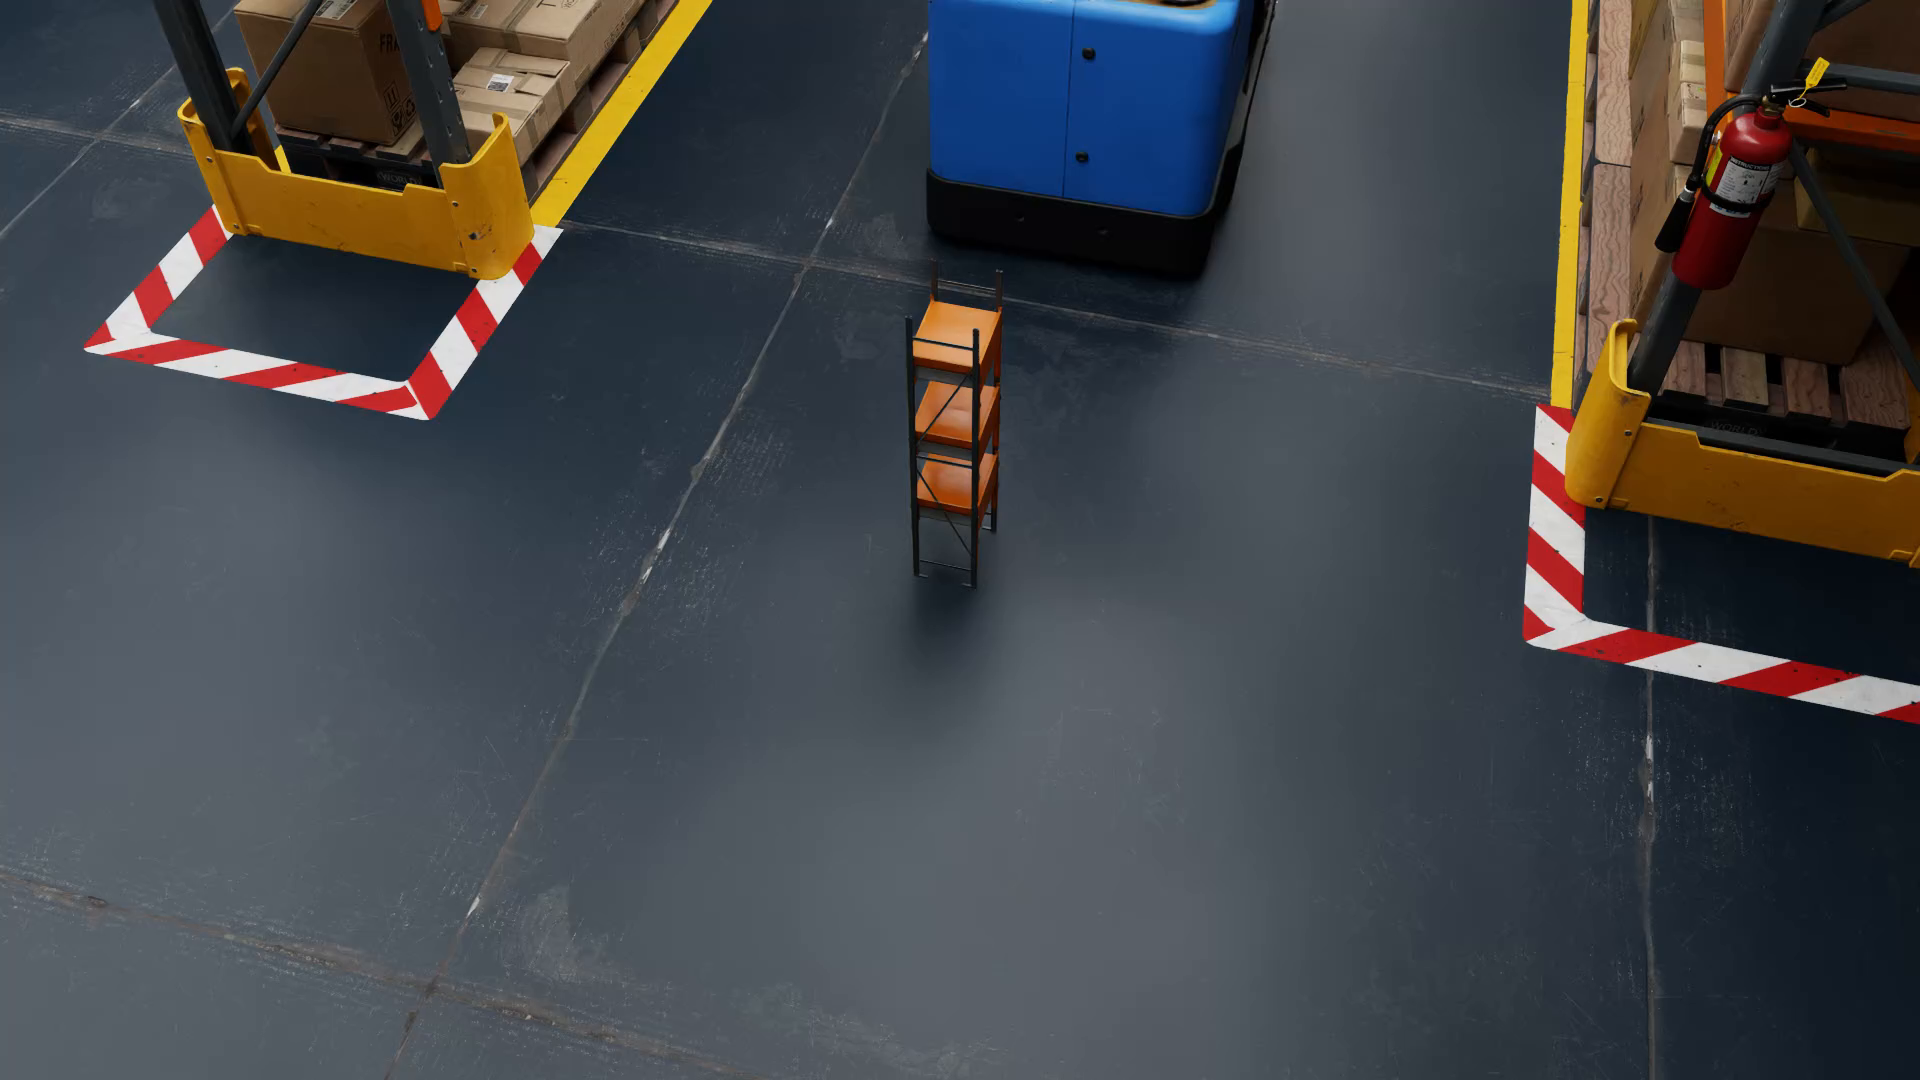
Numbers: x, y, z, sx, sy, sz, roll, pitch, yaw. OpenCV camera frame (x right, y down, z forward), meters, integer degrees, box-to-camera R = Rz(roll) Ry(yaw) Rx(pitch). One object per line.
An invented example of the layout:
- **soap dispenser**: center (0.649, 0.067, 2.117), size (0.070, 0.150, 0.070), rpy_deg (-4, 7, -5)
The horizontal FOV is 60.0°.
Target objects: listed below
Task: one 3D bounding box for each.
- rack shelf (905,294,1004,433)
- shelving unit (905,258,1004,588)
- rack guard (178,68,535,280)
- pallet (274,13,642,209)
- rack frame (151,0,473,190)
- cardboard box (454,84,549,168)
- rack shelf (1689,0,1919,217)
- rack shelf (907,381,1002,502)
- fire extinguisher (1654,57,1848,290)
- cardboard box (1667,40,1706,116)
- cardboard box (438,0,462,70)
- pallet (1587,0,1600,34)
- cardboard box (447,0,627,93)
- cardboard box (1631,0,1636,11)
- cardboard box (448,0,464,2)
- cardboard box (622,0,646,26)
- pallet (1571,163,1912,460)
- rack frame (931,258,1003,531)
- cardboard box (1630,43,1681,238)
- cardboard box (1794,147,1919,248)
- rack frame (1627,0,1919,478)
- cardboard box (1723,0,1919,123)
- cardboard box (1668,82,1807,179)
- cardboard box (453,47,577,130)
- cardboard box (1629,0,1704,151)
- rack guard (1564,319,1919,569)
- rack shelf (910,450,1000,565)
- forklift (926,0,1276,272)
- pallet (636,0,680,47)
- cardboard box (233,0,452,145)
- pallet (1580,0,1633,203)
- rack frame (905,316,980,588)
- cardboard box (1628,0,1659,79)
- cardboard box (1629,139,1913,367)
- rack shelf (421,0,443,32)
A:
- **rack shelf**: center (-0.014, -0.489, 4.617), size (0.215, 0.259, 0.240), rpy_deg (12, 50, 10)
- **shelving unit**: center (-0.014, -0.309, 4.822), size (0.215, 1.050, 0.252), rpy_deg (12, 50, 10)
- **rack guard**: center (-2.197, -1.344, 6.103), size (1.175, 0.500, 0.348), rpy_deg (12, 50, 10)
- **pallet**: center (-1.988, -1.825, 6.720), size (1.003, 0.211, 1.213), rpy_deg (12, 50, 10)
- **rack frame**: center (-2.217, -2.116, 5.117), size (1.000, 3.000, 0.127), rpy_deg (12, 50, 10)
- **cardboard box**: center (-1.775, -1.554, 6.228), size (0.380, 0.149, 0.250), rpy_deg (12, 50, 10)
- **rack shelf**: center (3.089, -2.350, 5.803), size (1.077, 0.370, 4.000), rpy_deg (12, 50, 10)
- **rack shelf**: center (-0.014, -0.302, 4.830), size (0.215, 0.259, 0.240), rpy_deg (12, 50, 10)
- **fire extinguisher**: center (2.078, -0.974, 4.410), size (0.296, 0.674, 0.183), rpy_deg (12, 50, 10)
- **cardboard box**: center (2.575, -1.508, 5.535), size (0.380, 0.149, 0.250), rpy_deg (13, 50, 11)
- **cardboard box**: center (-2.118, -2.041, 6.647), size (0.380, 0.166, 0.250), rpy_deg (12, 50, 10)
- **pallet**: center (3.340, -2.577, 7.384), size (1.003, 0.211, 1.213), rpy_deg (12, 50, 10)
- **cardboard box**: center (-1.669, -2.051, 6.600), size (0.500, 0.250, 0.500), rpy_deg (12, 50, 10)
- **cardboard box**: center (3.185, -2.463, 6.810), size (0.700, 0.500, 0.500), rpy_deg (11, 50, 10)
- **cardboard box**: center (-2.033, -2.475, 6.974), size (0.500, 0.250, 0.500), rpy_deg (12, 50, 10)
- **cardboard box**: center (-1.537, -2.413, 6.919), size (0.500, 0.250, 0.500), rpy_deg (12, 50, 10)
- **pallet**: center (2.698, -0.812, 5.826), size (1.003, 0.211, 1.213), rpy_deg (12, 50, 10)
- **rack frame**: center (0.018, -0.397, 4.900), size (0.200, 1.050, 0.008), rpy_deg (12, 50, 10)
- **cardboard box**: center (2.782, -1.341, 5.820), size (0.700, 0.500, 0.500), rpy_deg (11, 50, 10)
- **cardboard box**: center (2.811, -1.064, 5.143), size (0.380, 0.149, 0.250), rpy_deg (12, 50, 10)
- **rack frame**: center (2.563, -1.141, 4.257), size (1.000, 3.000, 0.127), rpy_deg (12, 50, 10)
- **cardboard box**: center (2.688, -1.612, 4.472), size (0.980, 0.700, 0.700), rpy_deg (14, 50, 12)
- **cardboard box**: center (2.509, -1.323, 5.371), size (0.380, 0.149, 0.250), rpy_deg (11, 49, 10)
- **cardboard box**: center (-1.709, -1.740, 6.382), size (0.380, 0.166, 0.250), rpy_deg (12, 50, 10)
- **cardboard box**: center (2.914, -1.705, 6.141), size (0.700, 0.500, 0.500), rpy_deg (10, 49, 9)
- **rack guard**: center (2.557, -0.297, 5.179), size (1.175, 0.500, 0.348), rpy_deg (12, 50, 10)
- **rack shelf**: center (-0.014, -0.118, 5.039), size (0.215, 0.259, 0.240), rpy_deg (12, 50, 10)
- **forklift**: center (0.737, -3.071, 6.005), size (1.130, 2.935, 3.031), rpy_deg (11, 49, 9)
- **pallet**: center (-1.665, -2.705, 7.497), size (1.003, 0.211, 1.213), rpy_deg (12, 50, 10)
- **cardboard box**: center (-2.312, -1.877, 6.279), size (0.500, 0.500, 0.500), rpy_deg (12, 50, 10)
- **pallet**: center (3.021, -1.692, 6.603), size (1.003, 0.211, 1.213), rpy_deg (12, 50, 10)
- **rack frame**: center (-0.046, -0.220, 4.744), size (0.200, 1.050, 0.008), rpy_deg (12, 50, 10)
- **cardboard box**: center (3.047, -2.092, 6.483), size (0.700, 0.500, 0.500), rpy_deg (13, 50, 11)
- **cardboard box**: center (2.651, -0.979, 5.501), size (0.700, 0.500, 0.500), rpy_deg (12, 50, 10)
- **rack shelf**: center (-1.691, -3.325, 6.664), size (1.077, 0.370, 4.000), rpy_deg (12, 50, 10)
